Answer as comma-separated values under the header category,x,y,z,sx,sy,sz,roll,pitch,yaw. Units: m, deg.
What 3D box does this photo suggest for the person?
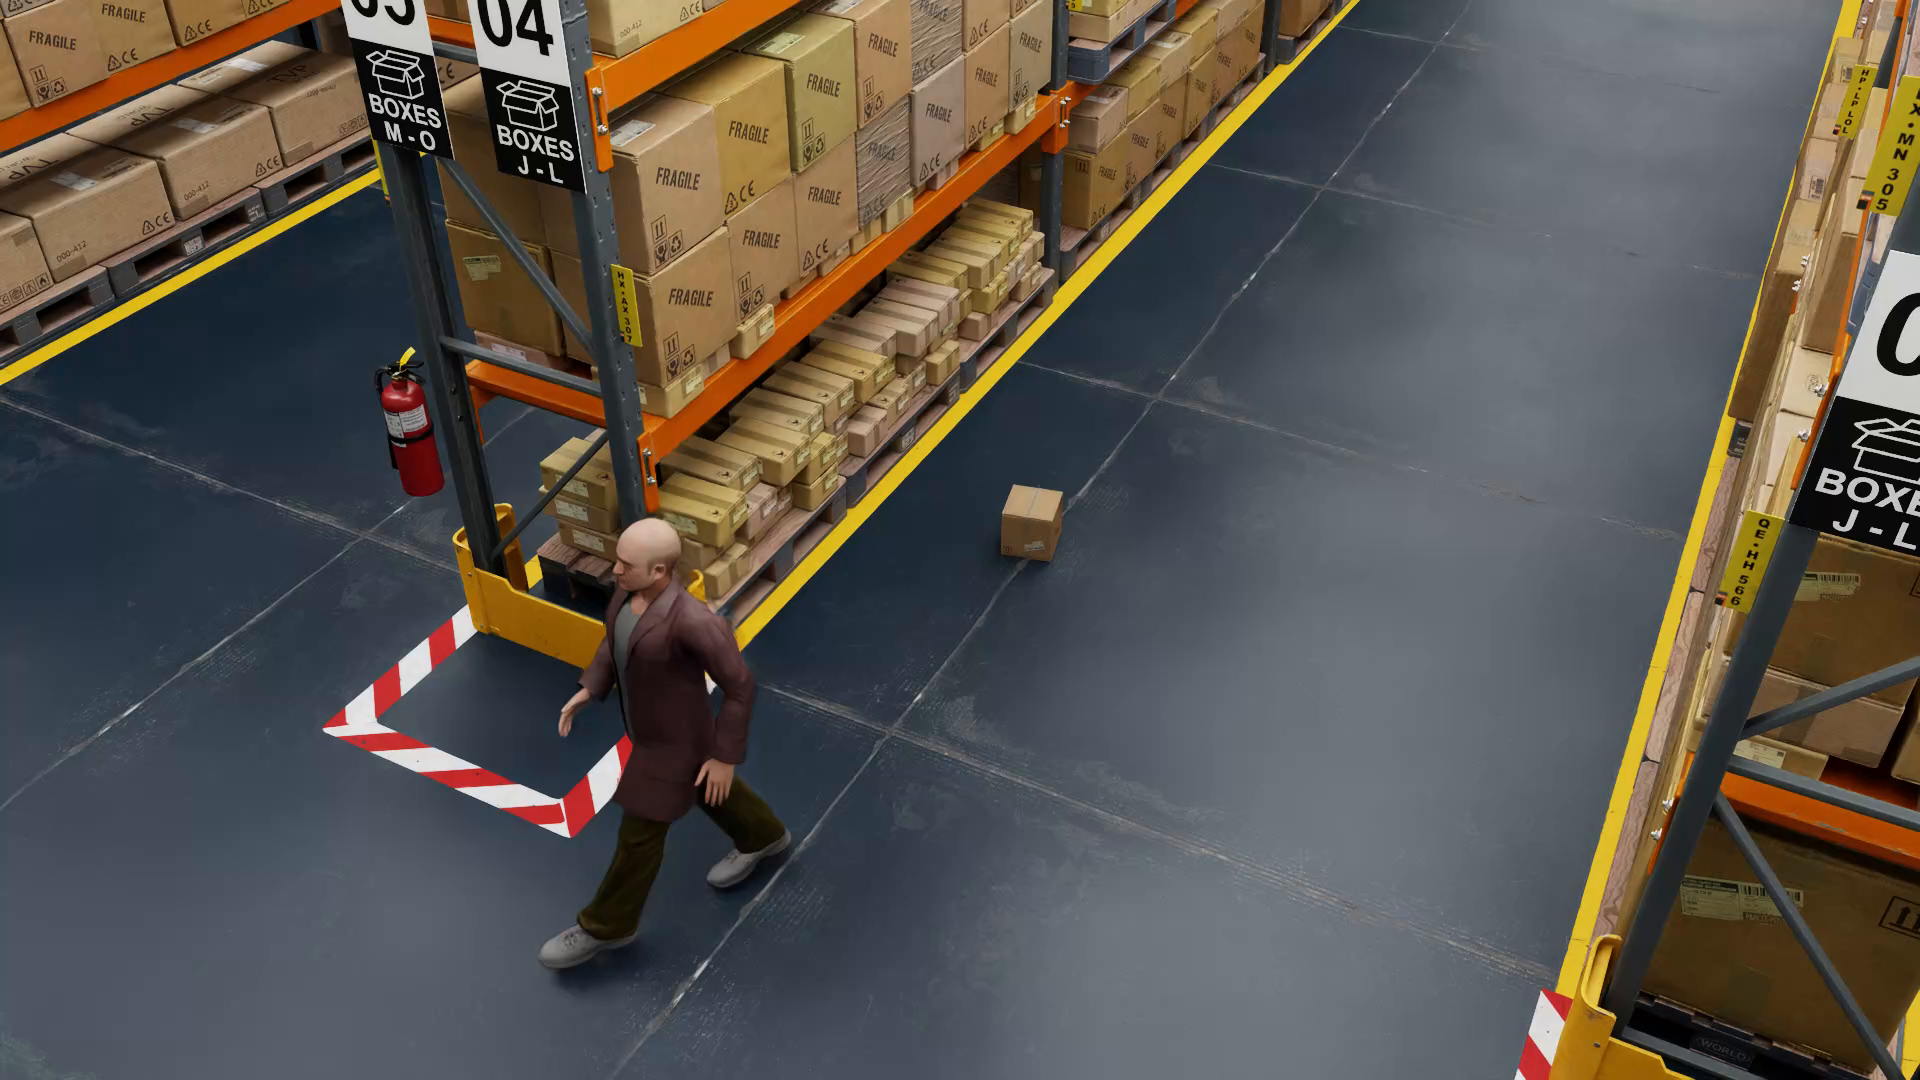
category,x,y,z,sx,sy,sz,roll,pitch,yaw
person,-1.119,0.693,5.851,1.064,1.744,0.707,-18,41,-22
